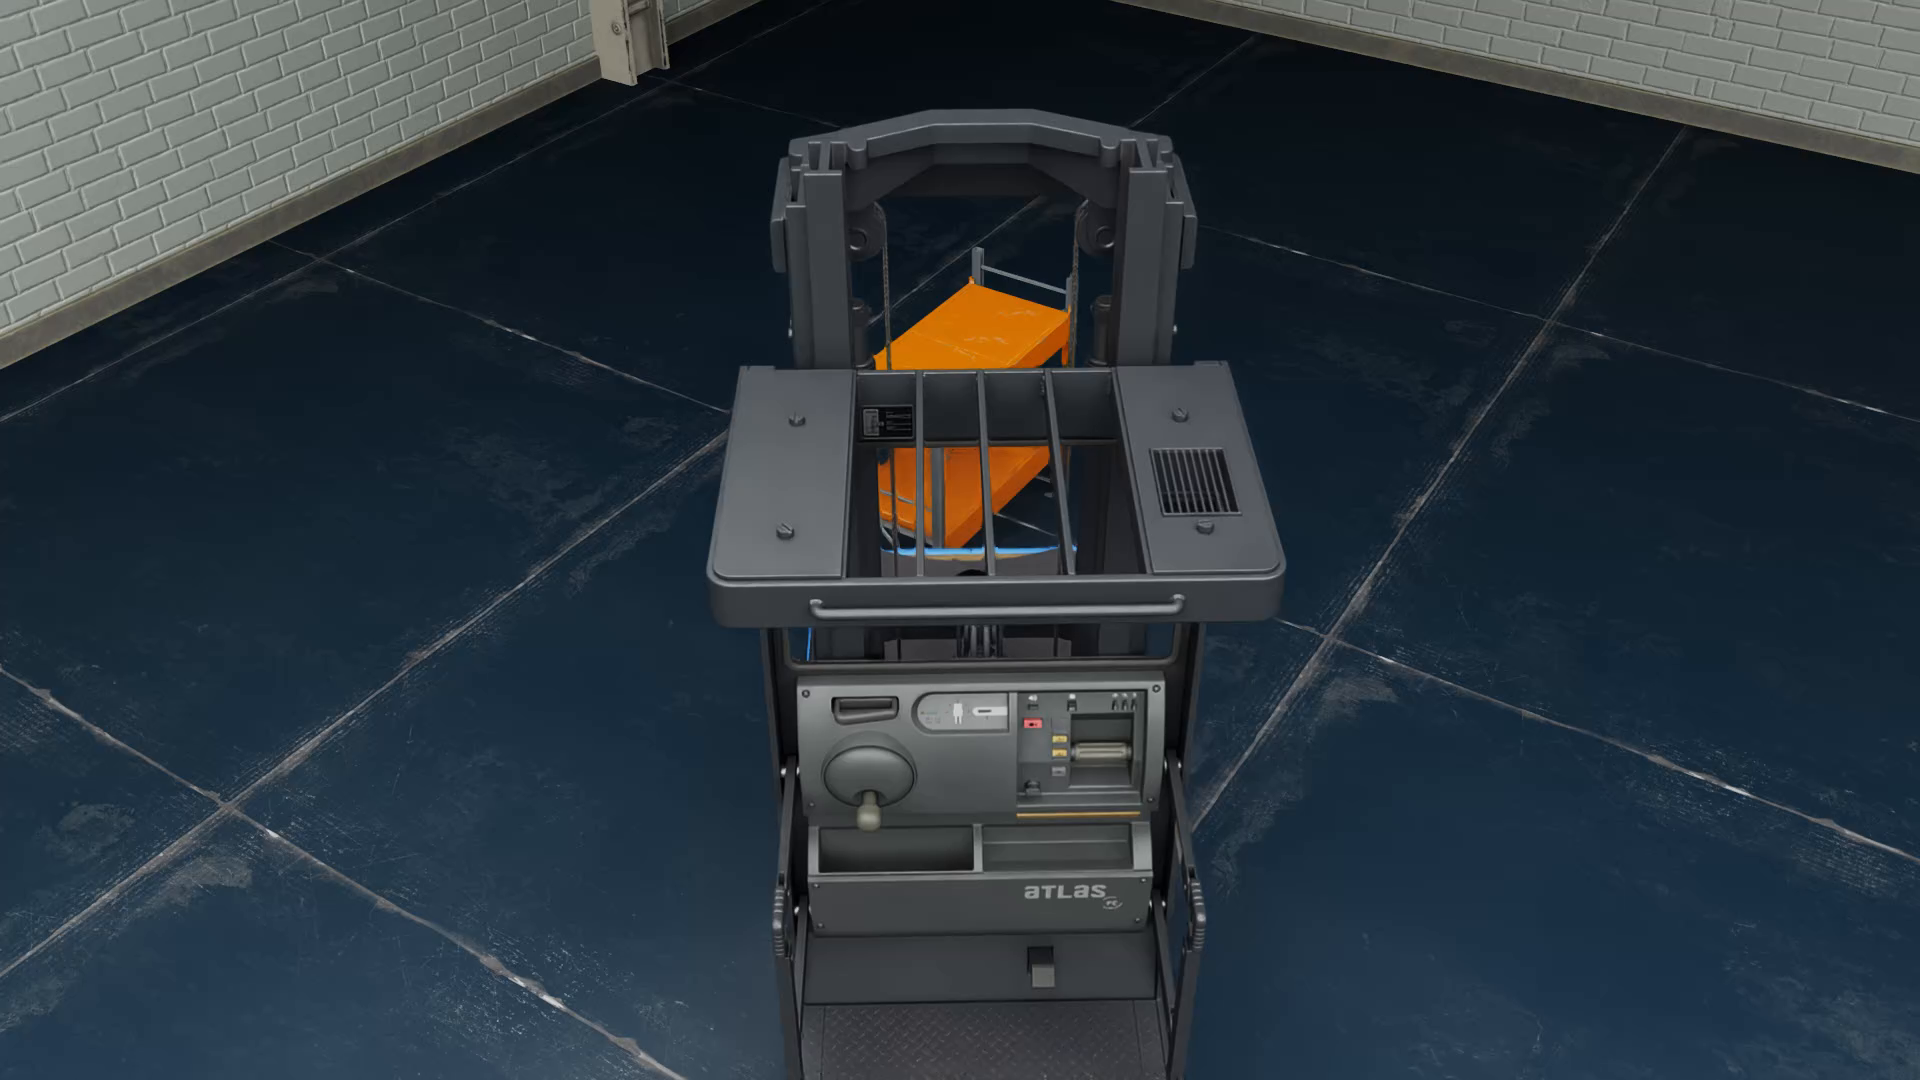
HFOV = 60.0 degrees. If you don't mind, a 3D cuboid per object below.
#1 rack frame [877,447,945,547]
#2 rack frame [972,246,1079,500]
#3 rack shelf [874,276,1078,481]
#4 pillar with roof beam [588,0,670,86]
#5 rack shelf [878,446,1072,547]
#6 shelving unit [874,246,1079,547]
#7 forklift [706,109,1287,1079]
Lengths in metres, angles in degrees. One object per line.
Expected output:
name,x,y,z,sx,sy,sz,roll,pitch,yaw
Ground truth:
rack frame,-0.276,-0.180,6.562,0.500,1.125,0.032,21,42,25
rack frame,0.269,-0.704,7.242,0.500,1.125,0.032,21,42,25
rack shelf,-0.004,-0.674,6.723,0.538,0.278,1.000,21,42,25
pillar with roof beam,1.400,-5.372,6.849,9.100,9.000,0.400,21,42,25
rack shelf,-0.004,-0.248,7.051,0.538,0.278,1.000,21,42,25
shelving unit,-0.004,-0.442,6.902,0.538,1.125,1.048,21,42,25
forklift,0.061,0.608,4.061,1.130,2.935,3.031,-1,38,-1
